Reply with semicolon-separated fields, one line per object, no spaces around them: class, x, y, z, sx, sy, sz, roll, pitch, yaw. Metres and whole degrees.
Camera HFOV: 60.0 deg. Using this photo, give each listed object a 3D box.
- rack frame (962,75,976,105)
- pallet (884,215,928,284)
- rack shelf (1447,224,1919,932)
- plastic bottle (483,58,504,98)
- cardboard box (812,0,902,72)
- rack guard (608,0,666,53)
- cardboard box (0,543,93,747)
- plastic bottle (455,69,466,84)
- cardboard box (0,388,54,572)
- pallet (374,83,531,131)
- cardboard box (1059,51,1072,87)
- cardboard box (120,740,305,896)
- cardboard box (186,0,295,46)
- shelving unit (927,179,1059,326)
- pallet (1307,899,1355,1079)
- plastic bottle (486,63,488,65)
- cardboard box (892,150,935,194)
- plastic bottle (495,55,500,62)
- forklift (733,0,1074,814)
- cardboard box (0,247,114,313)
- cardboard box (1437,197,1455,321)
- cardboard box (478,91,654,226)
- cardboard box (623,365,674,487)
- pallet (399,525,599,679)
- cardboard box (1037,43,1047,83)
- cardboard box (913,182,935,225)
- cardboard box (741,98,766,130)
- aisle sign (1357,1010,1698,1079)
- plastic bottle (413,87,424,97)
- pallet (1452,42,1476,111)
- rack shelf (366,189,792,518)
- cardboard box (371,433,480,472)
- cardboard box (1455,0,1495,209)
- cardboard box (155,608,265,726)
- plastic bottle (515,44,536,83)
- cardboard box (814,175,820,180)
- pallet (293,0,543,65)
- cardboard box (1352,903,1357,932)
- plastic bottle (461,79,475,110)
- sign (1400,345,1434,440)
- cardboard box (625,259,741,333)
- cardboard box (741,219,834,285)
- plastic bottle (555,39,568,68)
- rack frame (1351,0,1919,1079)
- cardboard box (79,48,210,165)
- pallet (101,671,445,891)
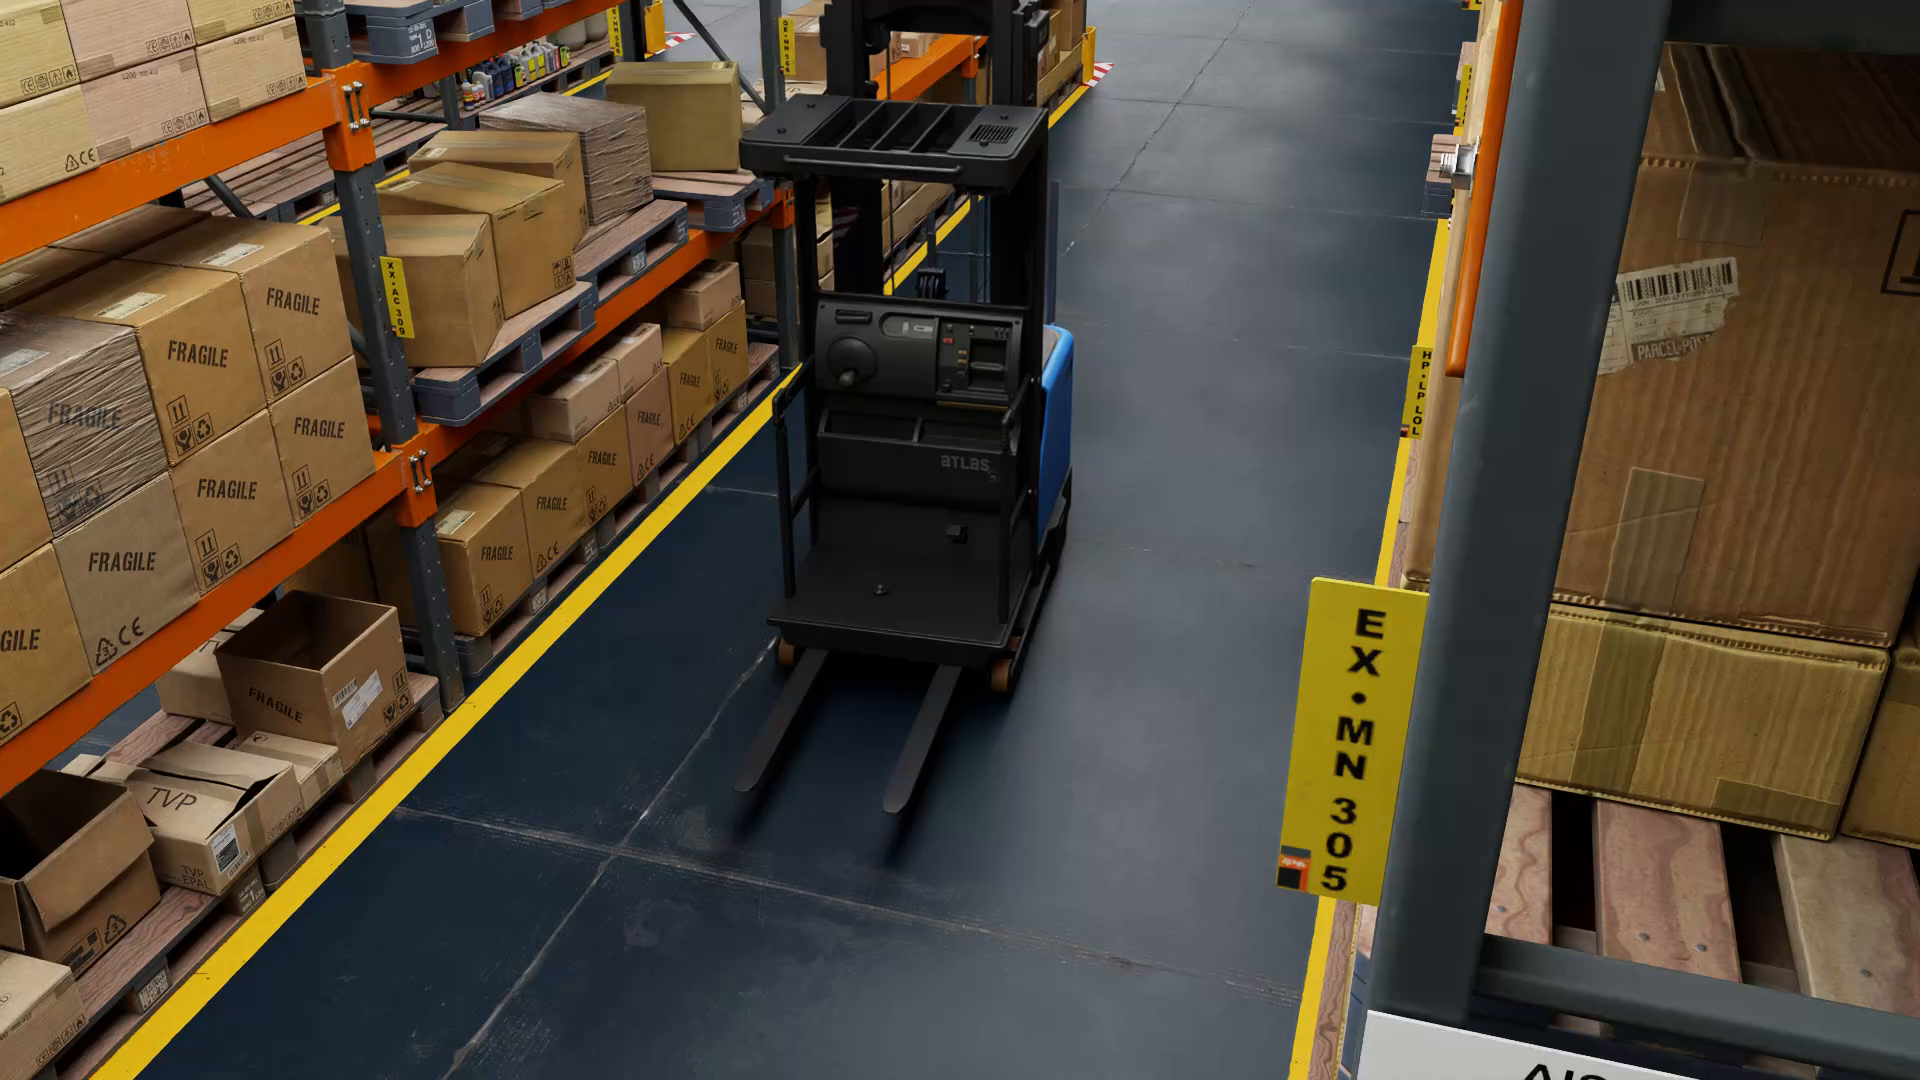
rack frame;-0.364;-4.355;13.493;1.000;3.000;0.127;8;30;15
pallet;-0.899;-2.219;12.522;1.003;0.211;1.213;8;30;15
rack shelf;1.438;0.001;3.317;1.077;0.370;4.000;8;30;15
plastic bottle;-4.464;-4.414;15.871;0.144;0.351;0.185;9;30;16
cardboard box;-0.759;-3.799;12.391;0.500;0.500;0.500;11;31;18
rack guard;-3.901;-5.788;18.640;1.175;0.500;0.348;8;30;15
cardboard box;-3.059;0.304;5.015;0.500;0.500;0.500;9;30;16
plastic bottle;-4.928;-4.646;16.357;0.061;0.283;0.133;8;30;15
cardboard box;-3.058;-0.139;4.783;0.500;0.500;0.500;8;30;14
pallet;-4.861;-4.151;15.994;1.003;0.211;1.213;8;30;15
cardboard box;0.800;-4.670;16.456;0.500;0.250;0.500;8;30;15
cardboard box;-2.828;1.000;6.181;0.500;0.311;0.500;8;30;15
cardboard box;-2.595;-1.836;5.519;0.500;0.250;0.500;8;30;15
shelving unit;0.193;-1.132;9.241;0.538;1.500;1.048;6;30;11
pallet;1.727;1.629;5.605;1.003;0.211;1.213;8;30;15
plastic bottle;-4.537;-4.464;16.043;0.097;0.271;0.097;0;29;0
cardboard box;-0.504;-2.878;12.658;0.500;0.311;0.500;8;30;15
plastic bottle;-4.784;-5.045;17.160;0.097;0.201;0.097;0;29;0
forklift;-0.231;-0.787;7.149;1.130;2.935;3.031;6;30;11
cardboard box;-3.270;-0.699;5.789;0.500;0.500;0.500;8;30;13
cardboard box;1.111;-0.408;2.932;0.500;0.250;0.500;8;30;13
cardboard box;-2.066;-2.017;8.755;0.700;0.500;0.500;14;32;24
cardboard box;-1.888;-0.642;8.938;0.500;0.500;0.500;7;30;13
pallet;-2.509;0.198;8.177;1.003;0.211;1.213;8;30;15
cardboard box;0.510;-4.533;15.437;0.500;0.500;0.500;8;30;15
cardboard box;-0.508;-2.630;12.788;0.500;0.250;0.500;9;30;16
cardboard box;-1.389;-2.620;10.465;0.500;0.311;0.500;10;31;18
aisle sign;0.543;0.782;1.585;0.394;0.787;0.004;8;30;15
plastic bottle;-5.184;-4.438;15.915;0.144;0.351;0.185;8;30;14
pallet;4.009;-3.231;11.670;1.003;0.211;1.213;8;30;15
rack shelf;-2.125;-1.252;8.655;1.077;0.370;4.000;8;30;15
cardboard box;-2.688;-0.236;8.207;0.500;0.500;0.500;9;30;15
cardboard box;1.107;-0.727;2.734;0.500;0.500;0.500;7;30;13
cardboard box;-3.042;0.510;7.061;0.500;0.311;0.500;8;30;15
plastic bottle;-4.284;-4.699;16.384;0.144;0.351;0.185;8;30;14
cardboard box;-1.322;-2.478;11.939;0.500;0.311;0.500;8;30;15
pallet;-2.453;-2.159;6.653;1.213;0.211;1.003;8;30;15
cardboard box;1.426;0.865;3.801;0.980;0.700;0.700;7;30;12
plastic bottle;-4.585;-4.149;15.476;0.097;0.271;0.097;0;29;0
sign;1.503;-0.476;5.411;0.100;0.325;0.005;8;30;15
cardboard box;-1.601;-1.429;9.580;0.500;0.250;0.500;10;31;17
cardboard box;-1.103;-1.924;10.943;0.500;0.311;0.500;10;30;17
plastic bottle;-4.061;-4.954;16.912;0.061;0.283;0.133;9;30;16
rack frame;0.850;-0.695;0.742;1.000;3.000;0.127;8;30;15
cardboard box;-2.757;-1.387;5.227;0.500;0.250;0.500;8;30;15
pallet;-2.915;0.901;6.914;1.003;0.211;1.213;8;30;15
